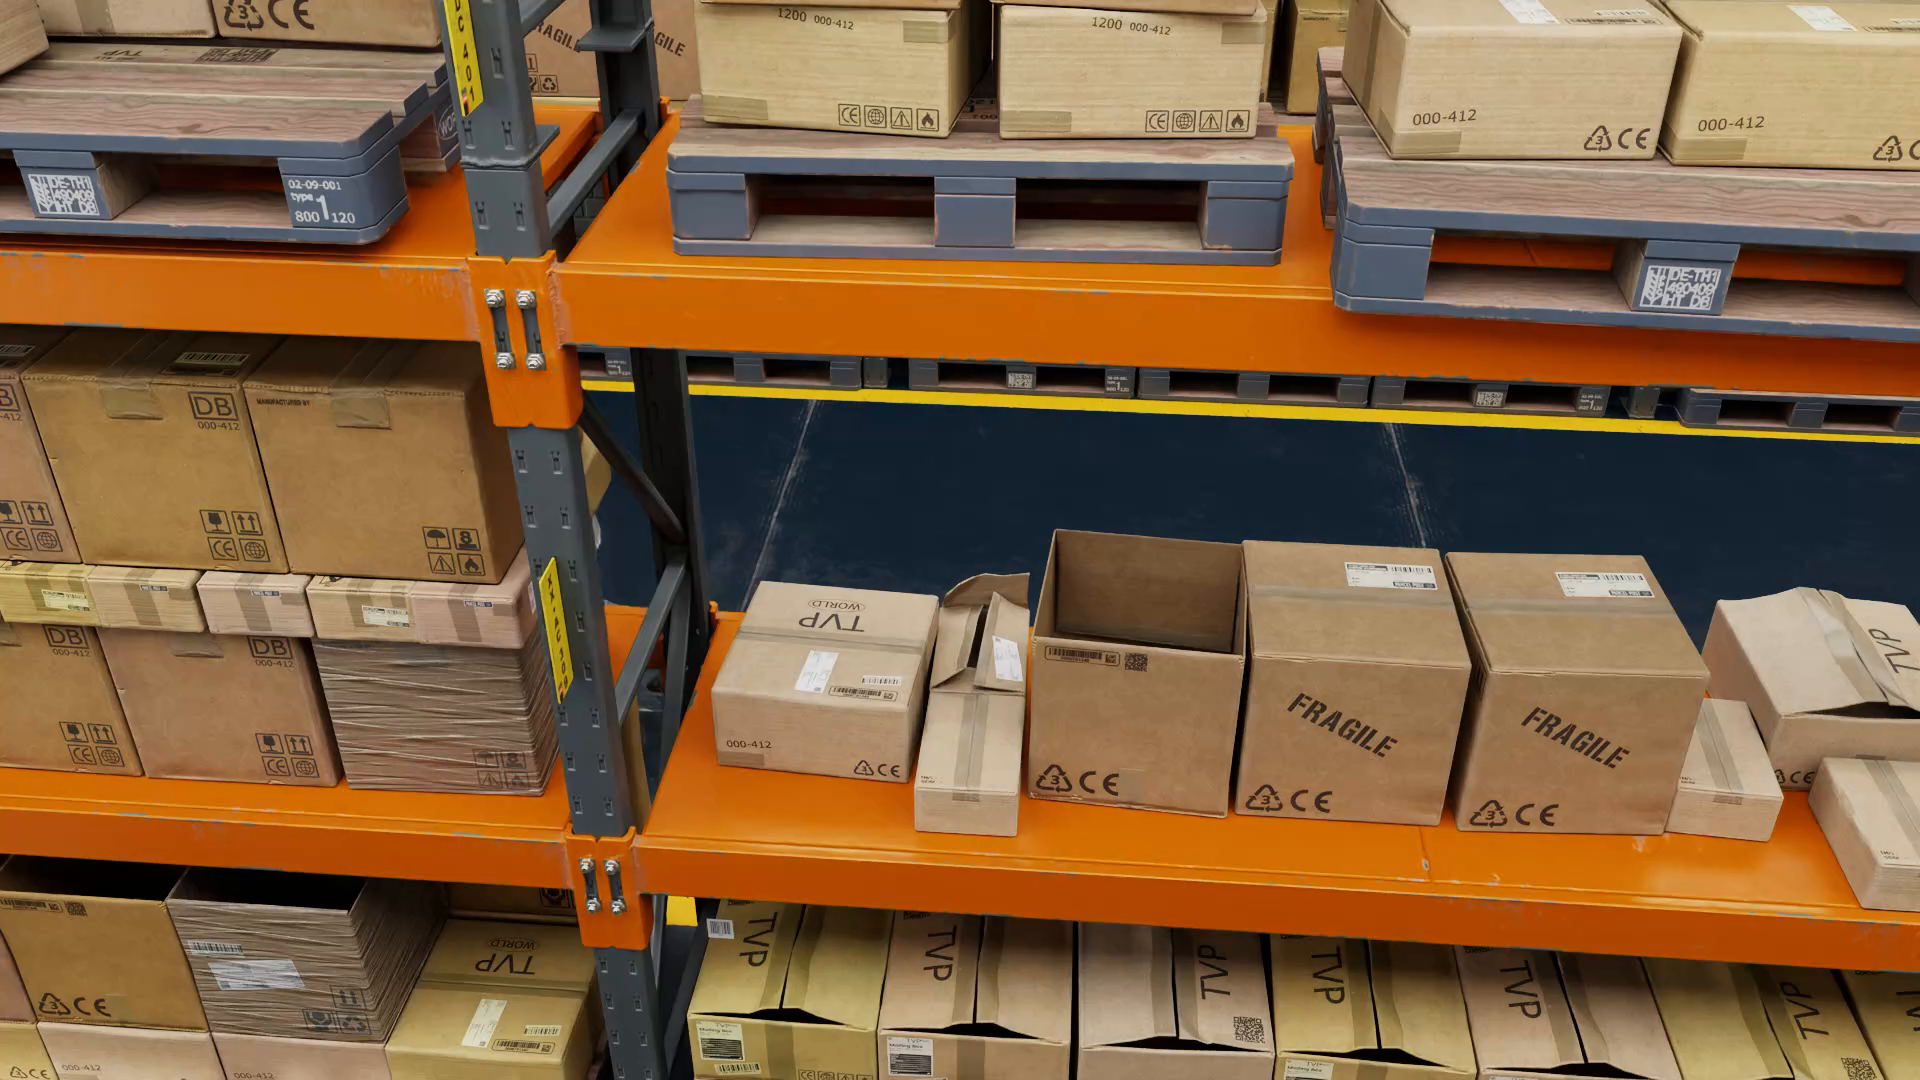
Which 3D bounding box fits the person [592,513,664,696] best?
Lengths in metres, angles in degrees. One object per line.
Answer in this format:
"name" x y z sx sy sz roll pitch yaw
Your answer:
"person" -1.429 0.020 6.098 0.837 1.560 0.433 4 33 6
